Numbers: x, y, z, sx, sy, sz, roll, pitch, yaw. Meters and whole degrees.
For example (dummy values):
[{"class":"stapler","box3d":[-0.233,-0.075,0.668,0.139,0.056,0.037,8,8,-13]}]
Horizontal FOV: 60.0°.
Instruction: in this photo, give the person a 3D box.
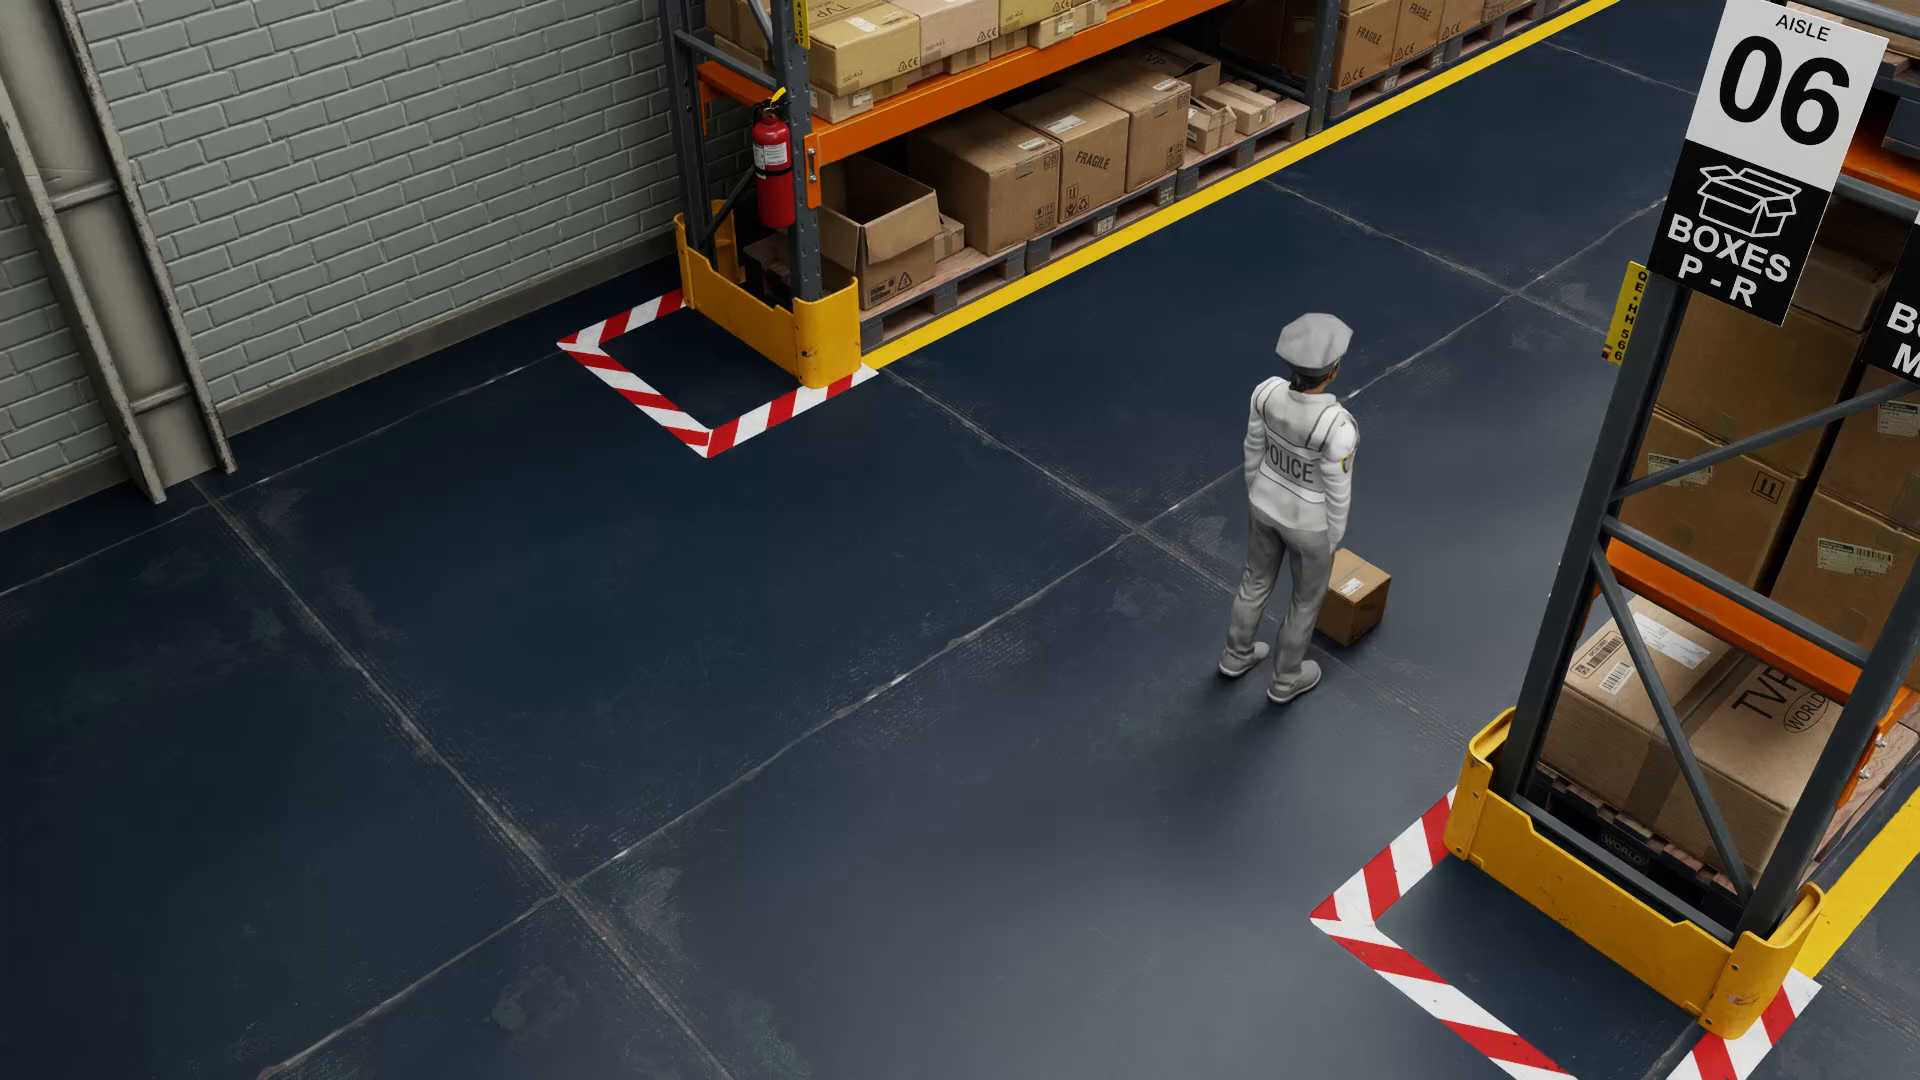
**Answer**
[{"class":"person","box3d":[1.258,-0.098,6.278,0.343,1.703,0.465,-29,48,-30]}]
